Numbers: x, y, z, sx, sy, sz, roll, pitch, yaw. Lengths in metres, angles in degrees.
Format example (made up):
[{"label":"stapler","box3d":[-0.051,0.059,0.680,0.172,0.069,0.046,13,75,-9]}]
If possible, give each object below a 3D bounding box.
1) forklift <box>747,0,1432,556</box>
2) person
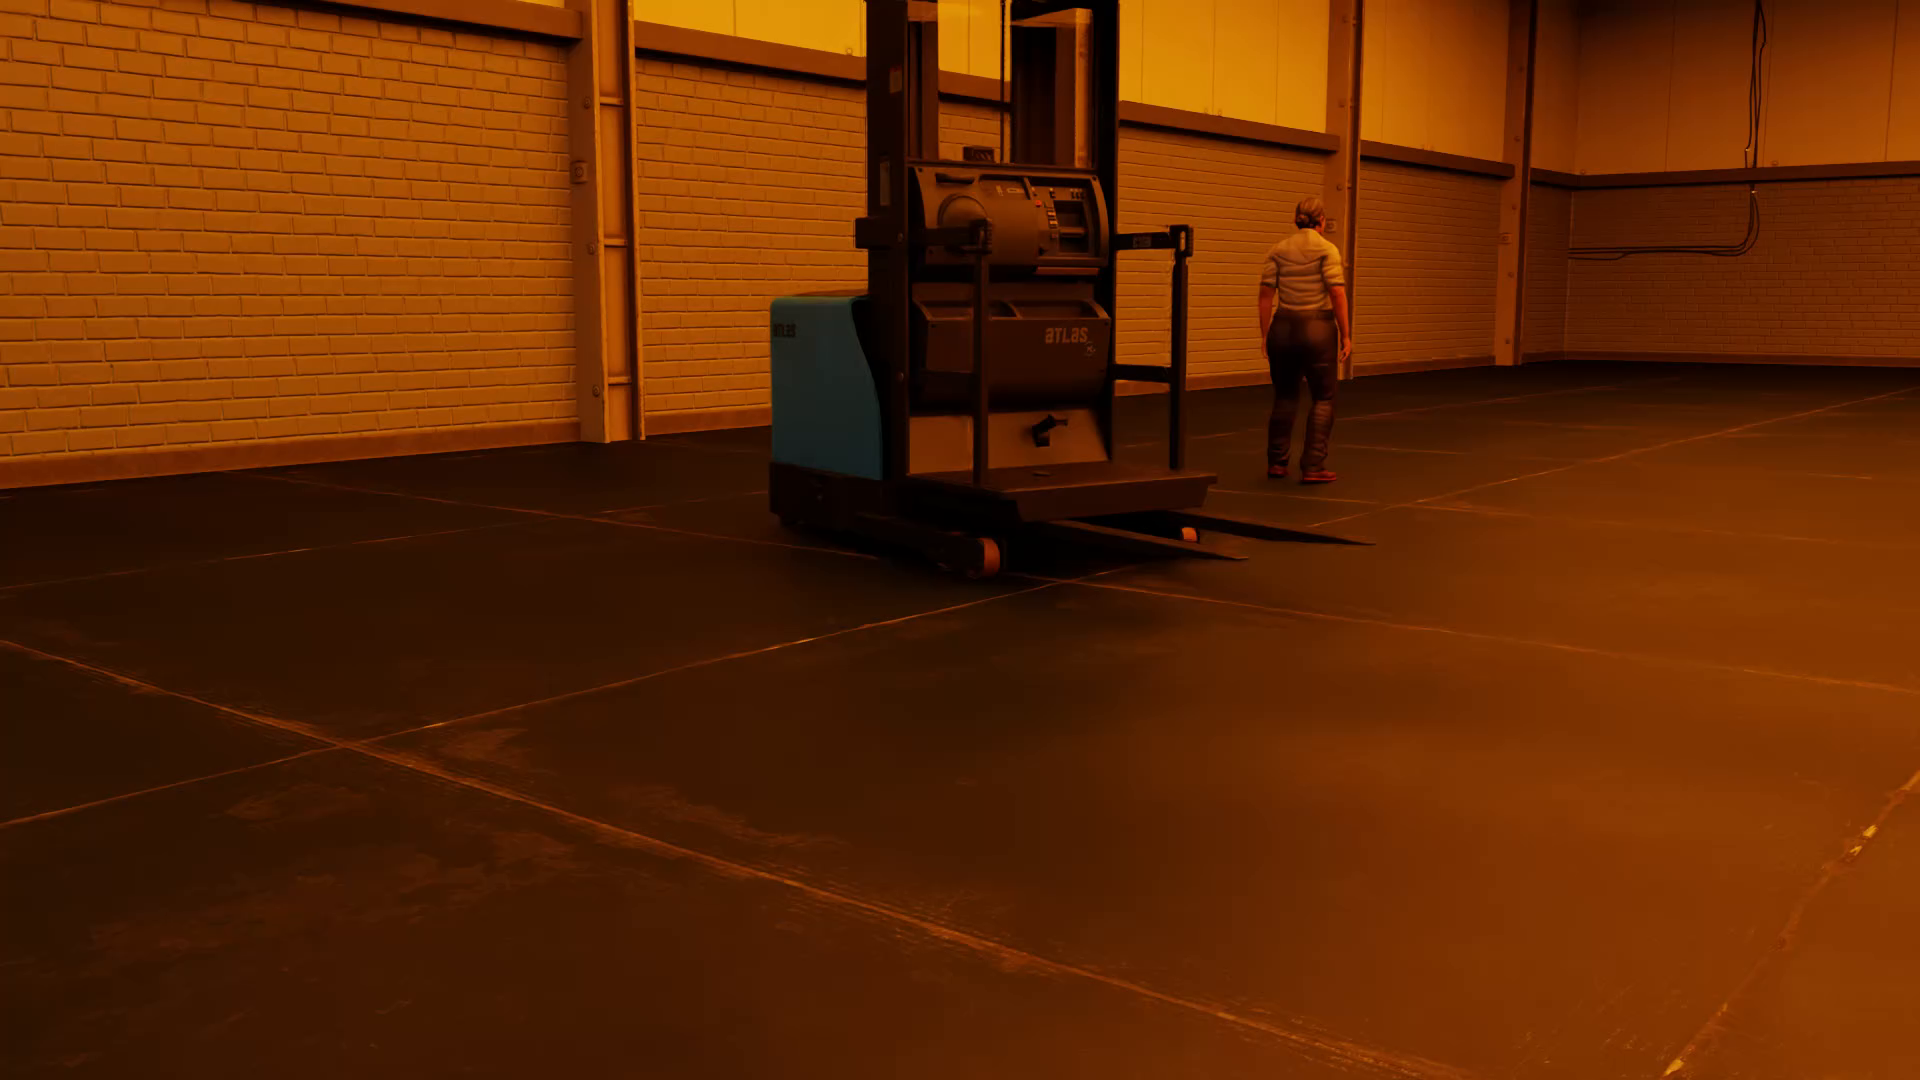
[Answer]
[{"label":"forklift","box3d":[0.603,-1.475,7.359,3.031,2.935,1.130,-2,9,-14]},{"label":"person","box3d":[2.018,-1.170,9.712,0.548,1.650,0.373,7,11,38]}]
